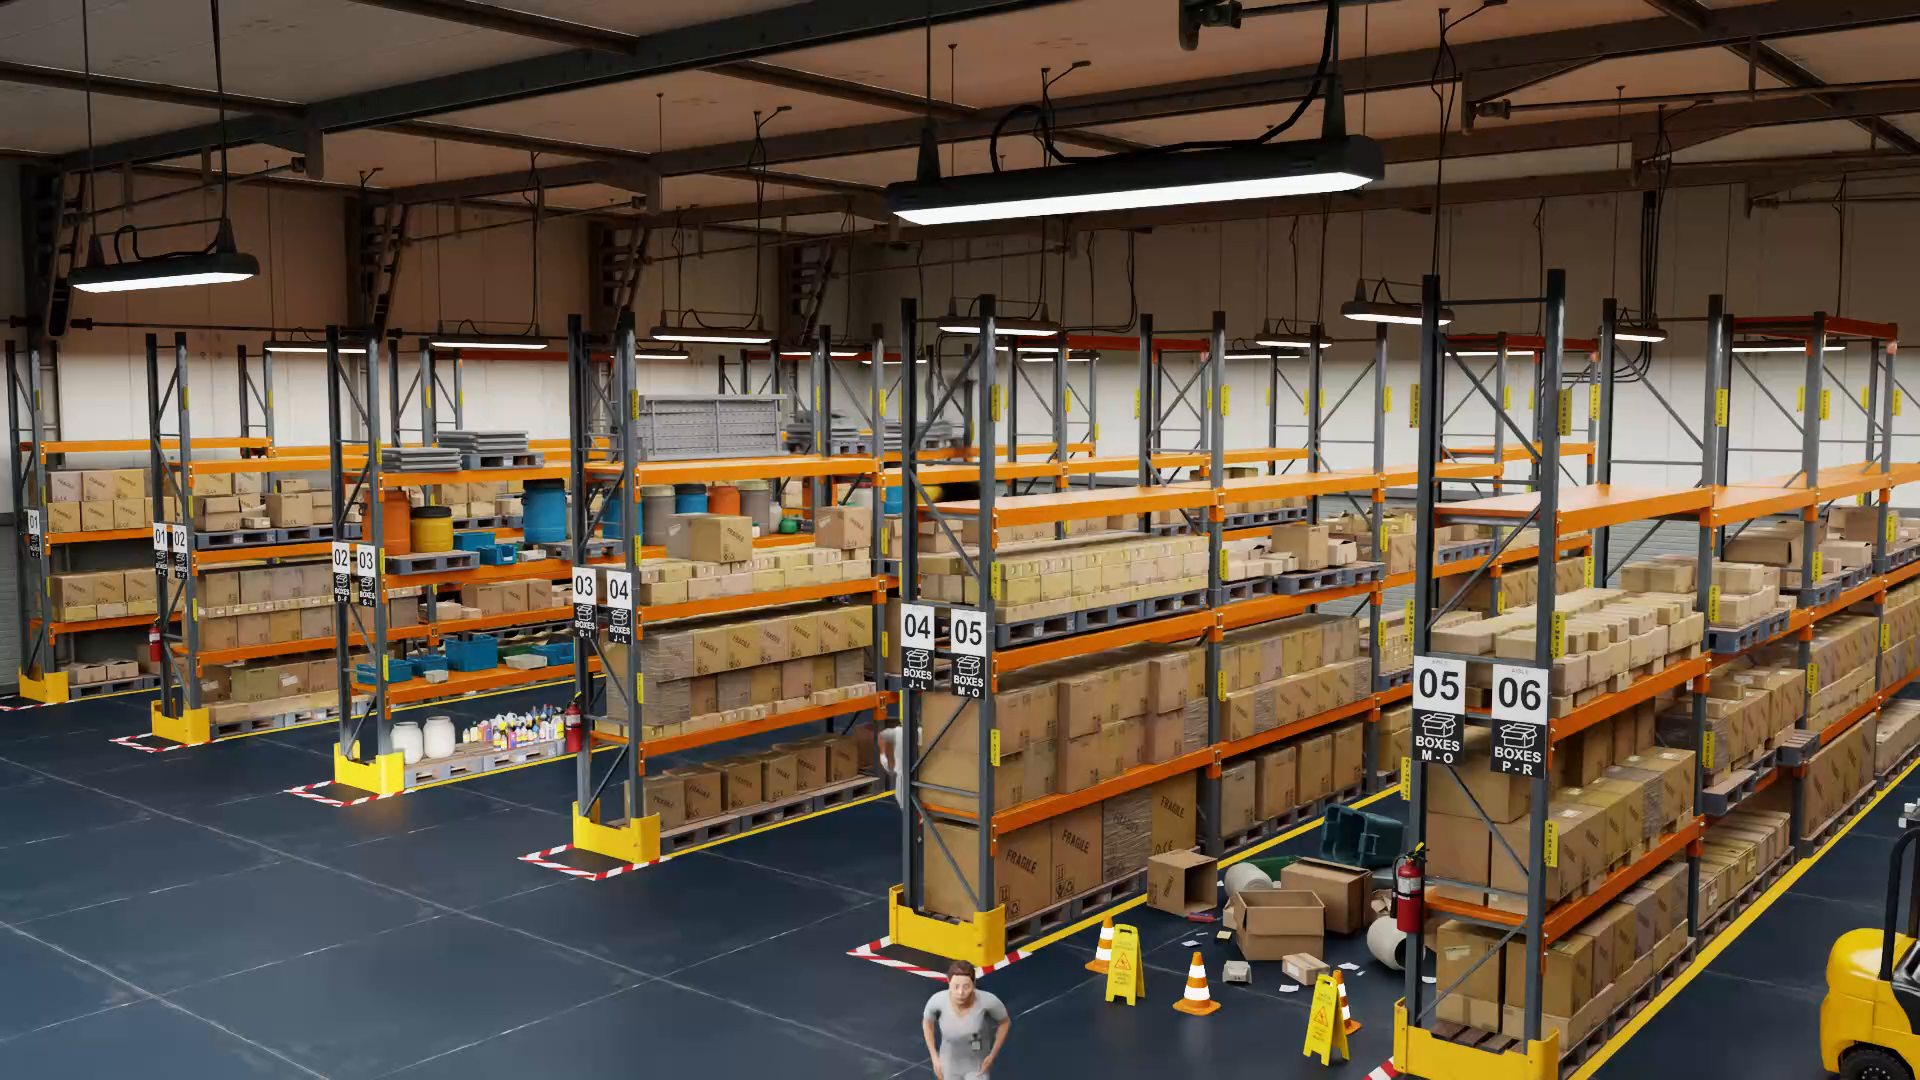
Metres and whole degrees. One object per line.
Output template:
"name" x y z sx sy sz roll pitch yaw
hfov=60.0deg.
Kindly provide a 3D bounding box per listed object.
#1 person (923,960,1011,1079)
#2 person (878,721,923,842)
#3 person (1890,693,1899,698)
"person" 0.044 3.421 10.801 0.566 1.621 0.874 0 5 1
"person" -0.600 2.686 18.827 0.694 1.591 0.782 0 5 4
"person" 14.313 2.037 25.985 0.613 1.580 0.827 -4 6 -37
